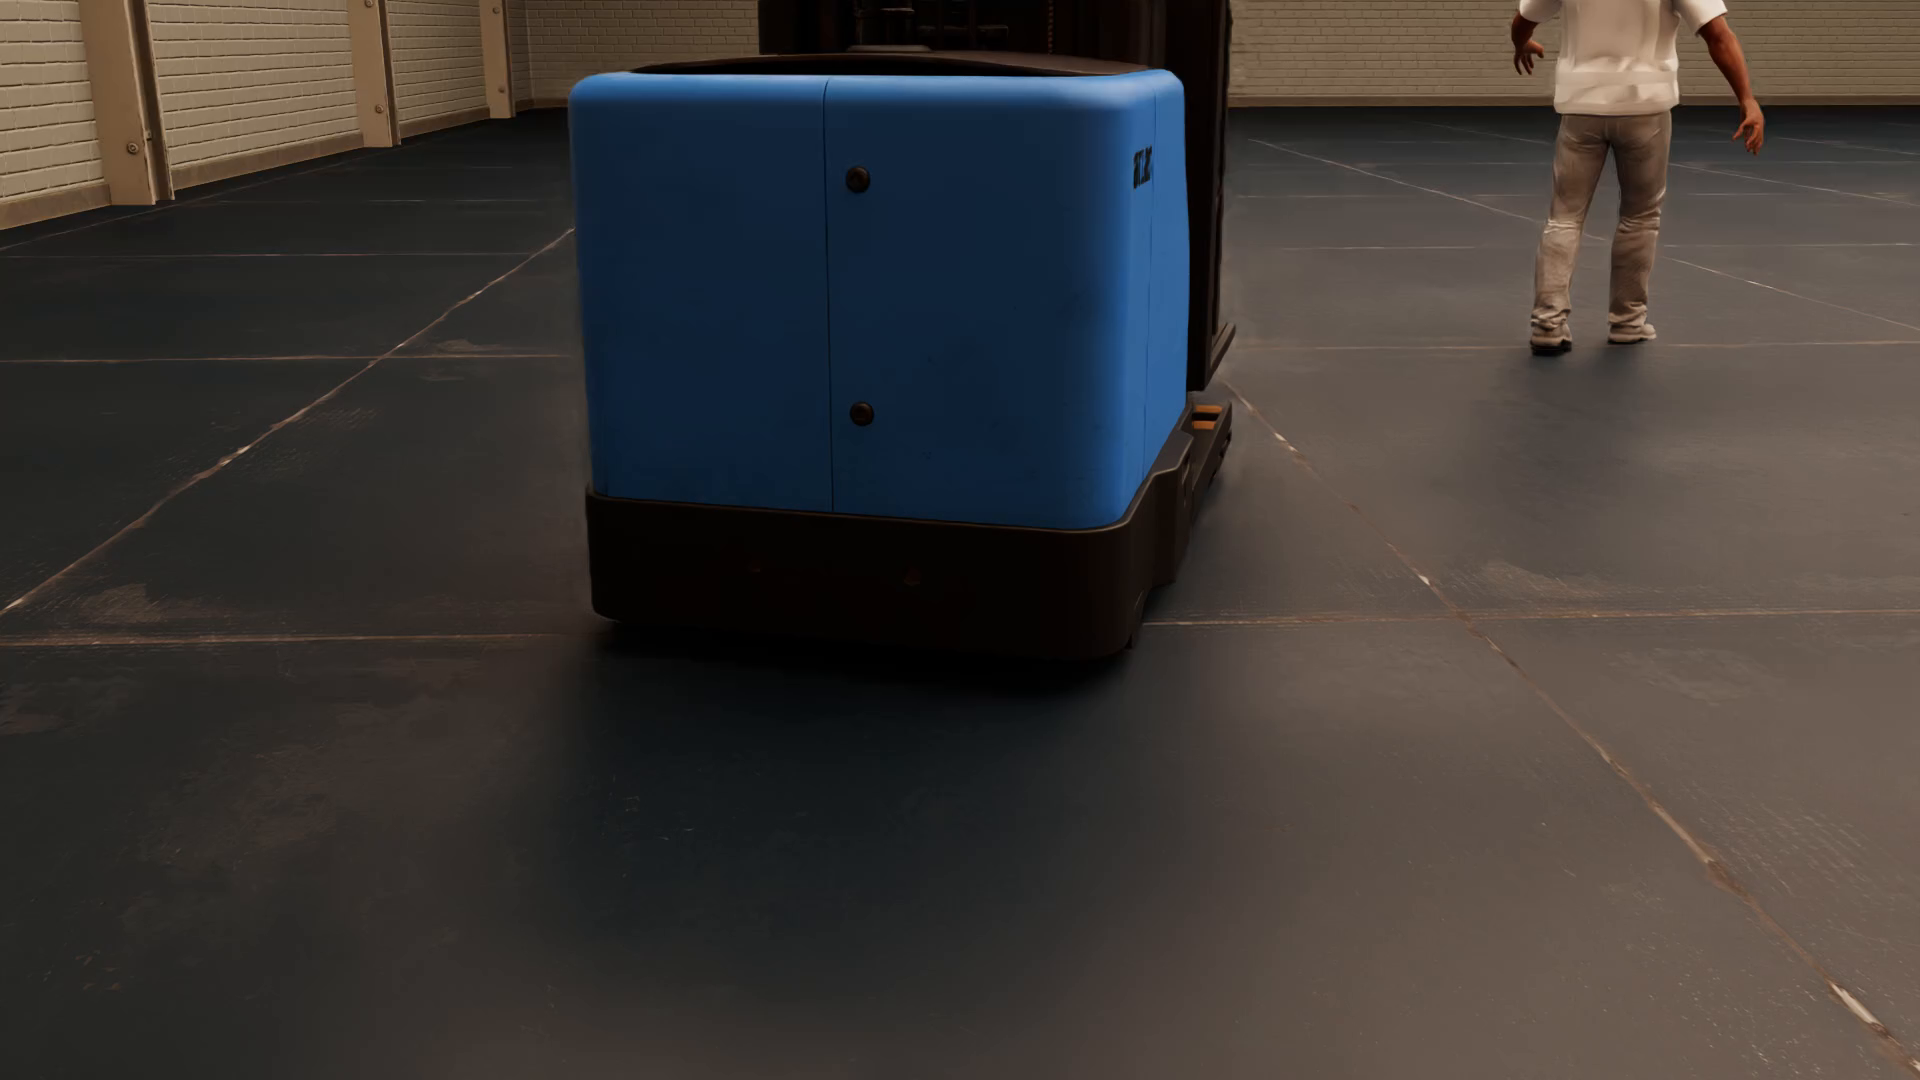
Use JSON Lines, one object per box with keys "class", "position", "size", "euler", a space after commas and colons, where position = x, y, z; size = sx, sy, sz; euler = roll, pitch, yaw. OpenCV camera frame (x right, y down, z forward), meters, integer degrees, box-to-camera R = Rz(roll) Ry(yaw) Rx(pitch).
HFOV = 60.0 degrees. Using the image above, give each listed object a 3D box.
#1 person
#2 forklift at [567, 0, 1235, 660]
{"class": "person", "position": [2.451, -1.610, 6.109], "size": [1.020, 1.676, 0.765], "euler": [11, 20, 33]}
{"class": "forklift", "position": [0.136, -1.577, 4.064], "size": [1.130, 2.935, 3.031], "euler": [4, 18, 13]}
